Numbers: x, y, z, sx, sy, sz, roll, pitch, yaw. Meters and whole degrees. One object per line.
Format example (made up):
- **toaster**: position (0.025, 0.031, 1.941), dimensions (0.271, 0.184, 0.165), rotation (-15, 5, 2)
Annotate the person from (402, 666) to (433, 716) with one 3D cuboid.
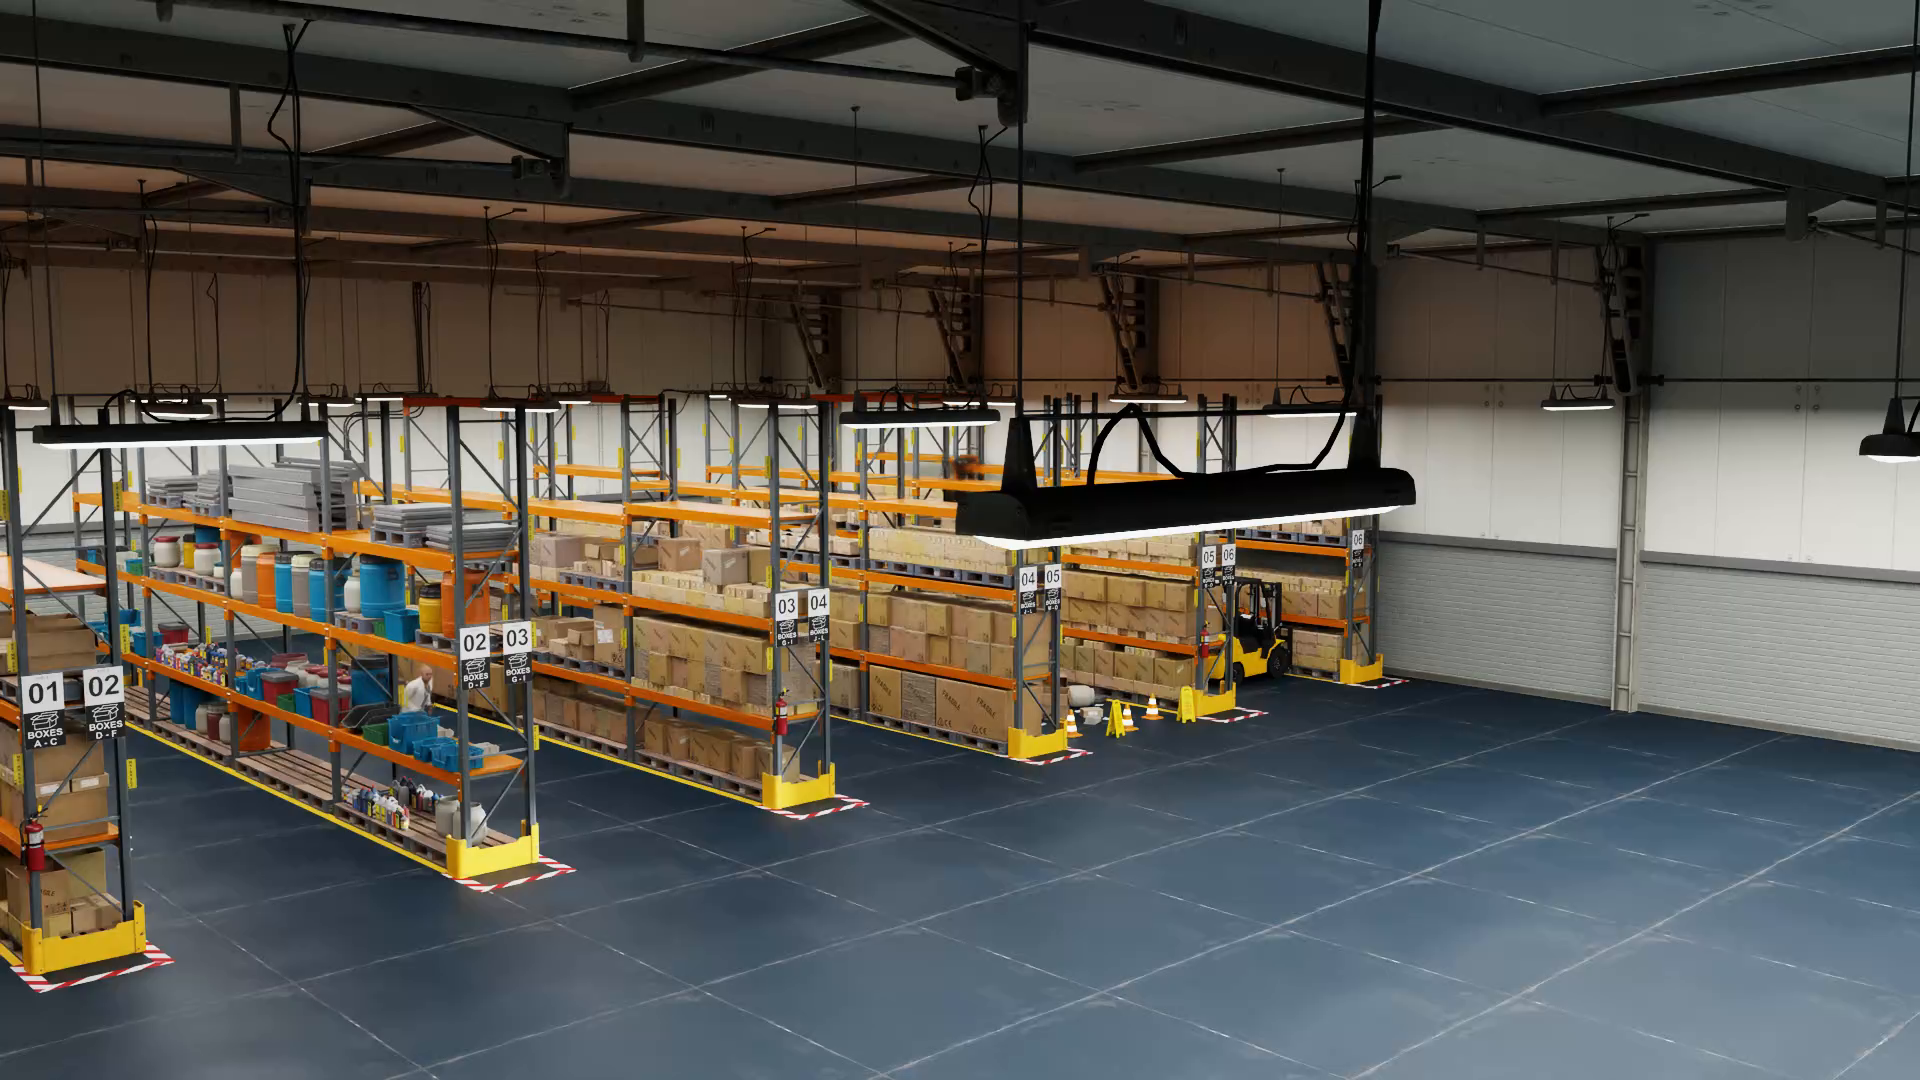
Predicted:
- **person**: position (-9.061, 2.856, 27.554), dimensions (0.879, 1.626, 0.717), rotation (1, 6, 15)
